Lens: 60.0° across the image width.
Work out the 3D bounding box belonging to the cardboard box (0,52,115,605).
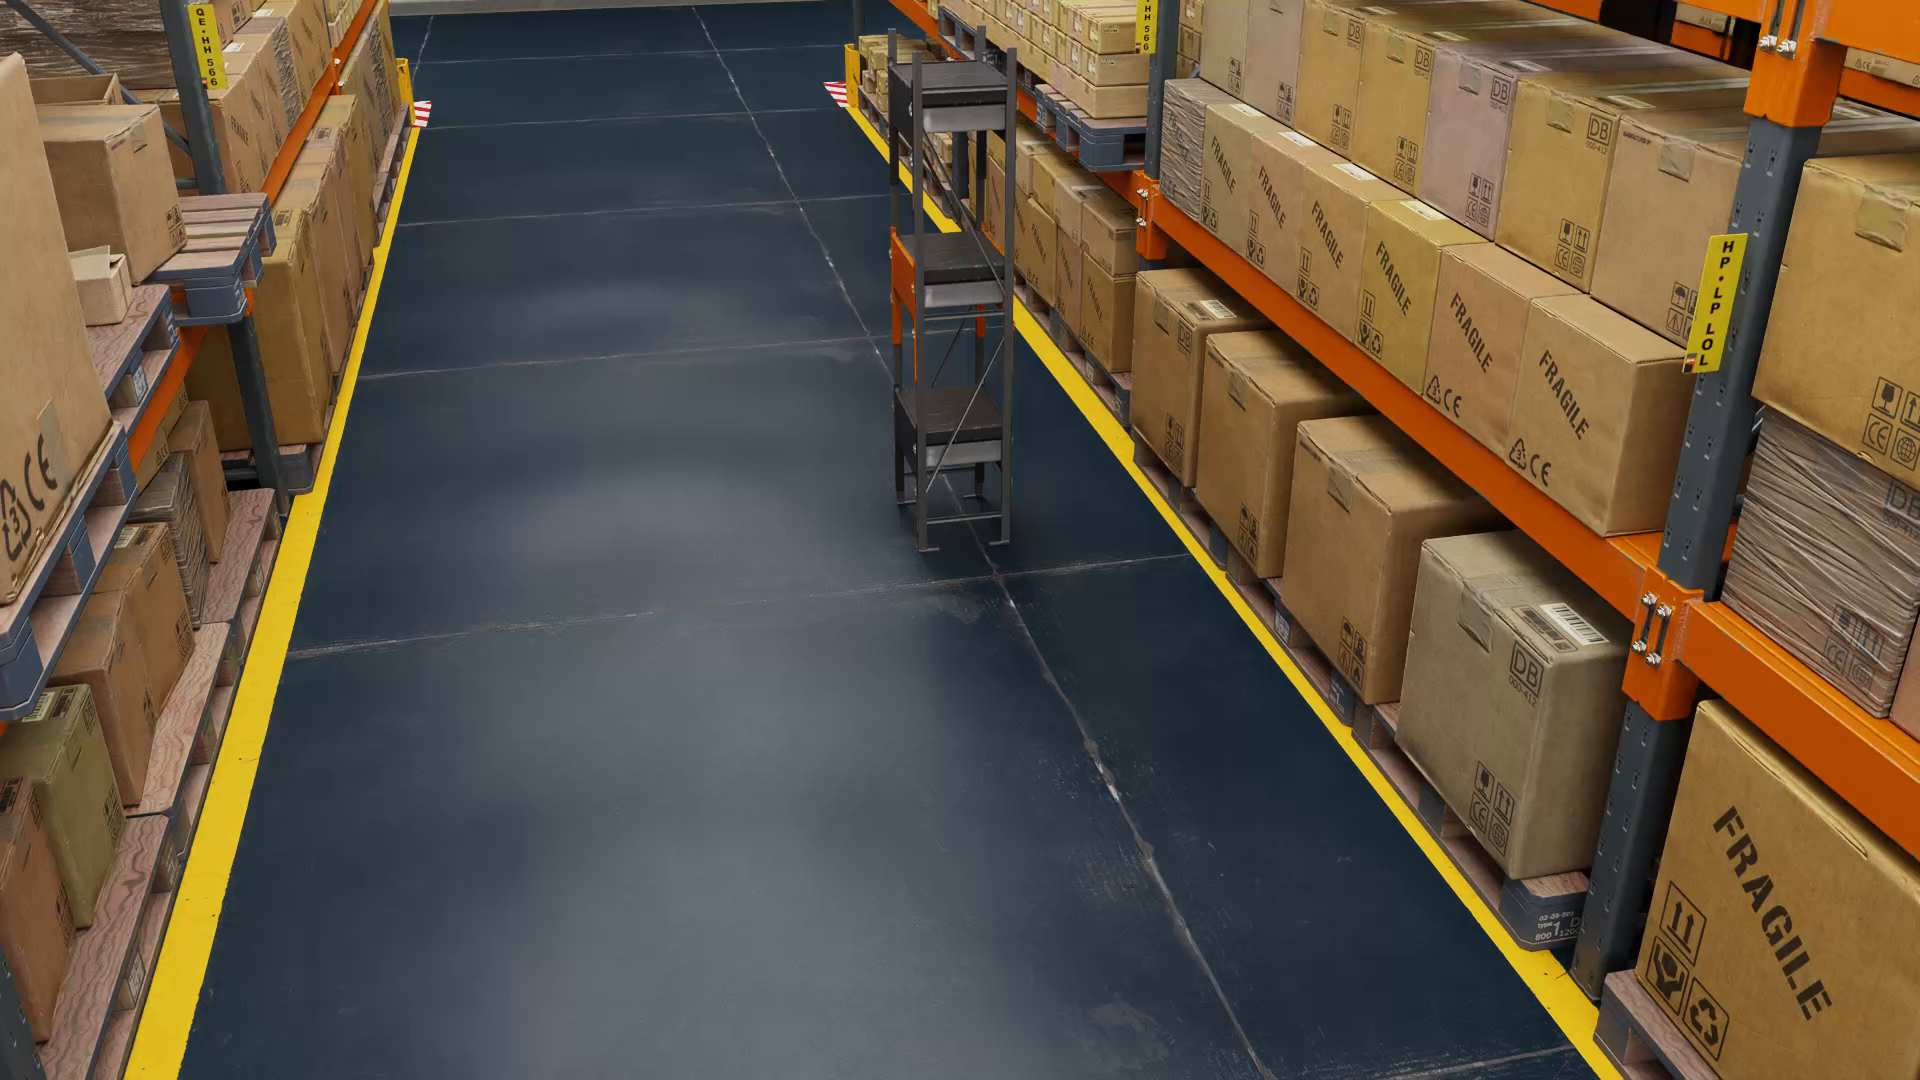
[{"bbox_3d":[-2.650,-0.473,3.726,1.000,1.000,1.000,-6,27,-11],"label":"cardboard box"}]

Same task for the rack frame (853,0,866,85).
[{"bbox_3d":[-0.457,-5.382,14.584,1.000,3.000,0.127,-6,27,-12],"label":"rack frame"}]

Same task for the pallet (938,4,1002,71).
[{"bbox_3d":[0.475,-3.190,10.454,1.003,0.211,1.213,-6,27,-12],"label":"pallet"}]

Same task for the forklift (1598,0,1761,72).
[{"bbox_3d":[3.514,-1.691,7.347,1.130,2.935,3.031,-7,28,-14],"label":"forklift"}]

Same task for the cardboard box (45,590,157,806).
[{"bbox_3d":[-2.941,0.536,5.144,0.700,0.500,0.500,-8,28,-16],"label":"cardboard box"}]

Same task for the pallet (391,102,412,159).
[{"bbox_3d":[-5.056,-3.334,13.622,1.003,0.211,1.213,-6,27,-12],"label":"pallet"}]

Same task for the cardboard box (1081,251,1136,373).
[{"bbox_3d":[0.943,-1.204,8.614,0.500,0.500,0.500,-6,27,-12],"label":"cardboard box"}]

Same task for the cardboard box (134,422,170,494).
[{"bbox_3d":[-3.199,-0.303,5.975,0.500,0.250,0.500,-3,27,-6],"label":"cardboard box"}]

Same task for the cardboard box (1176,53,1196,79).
[{"bbox_3d":[1.320,-2.398,8.485,0.380,0.149,0.250,-5,27,-9],"label":"cardboard box"}]

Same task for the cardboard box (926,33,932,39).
[{"bbox_3d":[-0.091,-4.355,14.588,0.380,0.149,0.250,-6,27,-11],"label":"cardboard box"}]

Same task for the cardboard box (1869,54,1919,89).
[{"bbox_3d":[5.649,-2.768,9.572,0.500,0.250,0.500,-5,27,-11],"label":"cardboard box"}]

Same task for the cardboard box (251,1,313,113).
[{"bbox_3d":[-3.810,-2.587,8.935,0.500,0.500,0.500,-6,27,-12],"label":"cardboard box"}]

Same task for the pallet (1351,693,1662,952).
[{"bbox_3d":[2.000,0.800,5.431,1.003,0.211,1.213,-6,27,-12],"label":"pallet"}]

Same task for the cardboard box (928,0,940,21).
[{"bbox_3d":[-0.012,-3.717,11.565,0.380,0.149,0.250,-7,28,-13],"label":"cardboard box"}]

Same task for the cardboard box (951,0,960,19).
[{"bbox_3d":[0.153,-3.360,10.391,0.380,0.149,0.250,-6,27,-11],"label":"cardboard box"}]

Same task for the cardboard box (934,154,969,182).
[{"bbox_3d":[0.024,-2.678,11.925,0.380,0.149,0.250,-6,27,-11],"label":"cardboard box"}]

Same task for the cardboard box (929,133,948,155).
[{"bbox_3d":[-0.009,-2.897,12.028,0.380,0.149,0.250,-7,28,-14],"label":"cardboard box"}]

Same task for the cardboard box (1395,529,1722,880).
[{"bbox_3d":[2.020,0.440,5.081,1.050,0.750,0.750,-6,27,-12],"label":"cardboard box"}]

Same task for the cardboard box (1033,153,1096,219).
[{"bbox_3d":[0.713,-1.995,9.349,0.500,0.250,0.500,-5,27,-10],"label":"cardboard box"}]

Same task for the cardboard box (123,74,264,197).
[{"bbox_3d":[-3.354,-1.696,7.170,0.500,0.500,0.500,-5,27,-10],"label":"cardboard box"}]

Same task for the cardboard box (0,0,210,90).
[{"bbox_3d":[-3.658,-2.226,7.106,0.797,0.503,0.637,-5,27,-10],"label":"cardboard box"}]

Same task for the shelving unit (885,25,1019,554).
[{"bbox_3d":[-0.037,-1.010,6.921,0.431,2.100,0.503,-6,27,-12],"label":"shelving unit"}]

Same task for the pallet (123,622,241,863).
[{"bbox_3d":[-3.063,0.712,5.605,1.003,0.211,1.213,-6,27,-12],"label":"pallet"}]

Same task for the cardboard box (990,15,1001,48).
[{"bbox_3d":[0.385,-2.909,9.497,0.380,0.149,0.250,-6,27,-13],"label":"cardboard box"}]

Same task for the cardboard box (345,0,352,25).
[{"bbox_3d":[-4.333,-3.564,11.261,0.380,0.149,0.250,-7,28,-13],"label":"cardboard box"}]

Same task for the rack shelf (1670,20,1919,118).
[{"bbox_3d":[5.695,-2.974,10.611,1.077,0.370,4.000,-6,27,-12],"label":"rack shelf"}]

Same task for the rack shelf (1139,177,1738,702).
[{"bbox_3d":[1.797,-0.671,6.048,1.077,0.370,4.000,-6,27,-12],"label":"rack shelf"}]

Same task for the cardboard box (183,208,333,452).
[{"bbox_3d":[-3.644,-0.954,7.704,1.225,0.875,0.875,-7,28,-14],"label":"cardboard box"}]

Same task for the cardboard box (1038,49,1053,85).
[{"bbox_3d":[0.622,-2.447,8.582,0.380,0.149,0.250,-6,27,-12],"label":"cardboard box"}]

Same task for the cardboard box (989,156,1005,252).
[{"bbox_3d":[0.474,-2.114,10.417,0.500,0.500,0.500,-5,27,-9],"label":"cardboard box"}]

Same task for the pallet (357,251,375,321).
[{"bbox_3d":[-4.163,-1.591,10.167,1.003,0.211,1.213,-6,27,-12],"label":"pallet"}]

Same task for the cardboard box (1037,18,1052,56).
[{"bbox_3d":[0.612,-2.591,8.536,0.380,0.149,0.250,-6,27,-11],"label":"cardboard box"}]

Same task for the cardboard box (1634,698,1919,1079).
[{"bbox_3d":[2.321,0.931,3.969,0.875,0.875,0.875,-6,27,-11],"label":"cardboard box"}]

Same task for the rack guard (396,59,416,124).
[{"bbox_3d":[-5.317,-3.817,14.258,1.175,0.500,0.348,-6,27,-12],"label":"rack guard"}]

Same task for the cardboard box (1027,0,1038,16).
[{"bbox_3d":[0.563,-2.828,8.677,0.380,0.149,0.250,-6,27,-12],"label":"cardboard box"}]

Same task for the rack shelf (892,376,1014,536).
[{"bbox_3d":[-0.037,-0.373,7.242,0.431,0.518,0.480,-6,27,-12],"label":"rack shelf"}]

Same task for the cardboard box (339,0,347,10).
[{"bbox_3d":[-4.368,-3.684,11.056,0.500,0.250,0.500,-6,27,-12],"label":"cardboard box"}]

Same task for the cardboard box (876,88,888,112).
[{"bbox_3d":[-0.498,-3.696,13.941,0.380,0.149,0.250,-6,27,-11],"label":"cardboard box"}]

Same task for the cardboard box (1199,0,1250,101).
[{"bbox_3d":[1.437,-2.163,6.985,0.700,0.500,0.500,-6,27,-12],"label":"cardboard box"}]

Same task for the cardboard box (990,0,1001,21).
[{"bbox_3d":[0.386,-3.039,9.424,0.380,0.149,0.250,-6,27,-12],"label":"cardboard box"}]

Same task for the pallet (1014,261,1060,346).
[{"bbox_3d":[0.900,-1.503,9.993,1.003,0.211,1.213,-6,27,-12],"label":"pallet"}]

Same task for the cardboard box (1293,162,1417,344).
[{"bbox_3d":[1.525,-1.027,5.844,0.500,0.500,0.500,-6,27,-12],"label":"cardboard box"}]

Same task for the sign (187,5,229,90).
[{"bbox_3d":[-2.983,-1.951,6.590,0.100,0.325,0.005,-6,27,-12],"label":"sign"}]

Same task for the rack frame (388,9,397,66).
[{"bbox_3d":[-5.312,-4.922,13.674,1.000,3.000,0.127,-6,27,-12],"label":"rack frame"}]

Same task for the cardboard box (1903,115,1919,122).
[{"bbox_3d":[6.071,-1.967,9.711,0.875,0.875,0.875,-6,27,-12],"label":"cardboard box"}]

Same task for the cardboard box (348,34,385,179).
[{"bbox_3d":[-4.684,-3.098,11.952,0.875,0.875,0.875,-6,27,-12],"label":"cardboard box"}]

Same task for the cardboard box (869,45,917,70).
[{"bbox_3d":[-0.559,-4.065,14.013,0.380,0.149,0.250,-6,27,-12],"label":"cardboard box"}]

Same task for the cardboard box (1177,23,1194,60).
[{"bbox_3d":[1.306,-2.546,8.448,0.380,0.149,0.250,-7,28,-13],"label":"cardboard box"}]

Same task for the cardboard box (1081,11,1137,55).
[{"bbox_3d":[0.789,-2.379,7.788,0.380,0.149,0.250,-7,28,-14],"label":"cardboard box"}]

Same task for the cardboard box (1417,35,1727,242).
[{"bbox_3d":[1.898,-1.270,5.216,0.700,0.500,0.500,-6,27,-11],"label":"cardboard box"}]
